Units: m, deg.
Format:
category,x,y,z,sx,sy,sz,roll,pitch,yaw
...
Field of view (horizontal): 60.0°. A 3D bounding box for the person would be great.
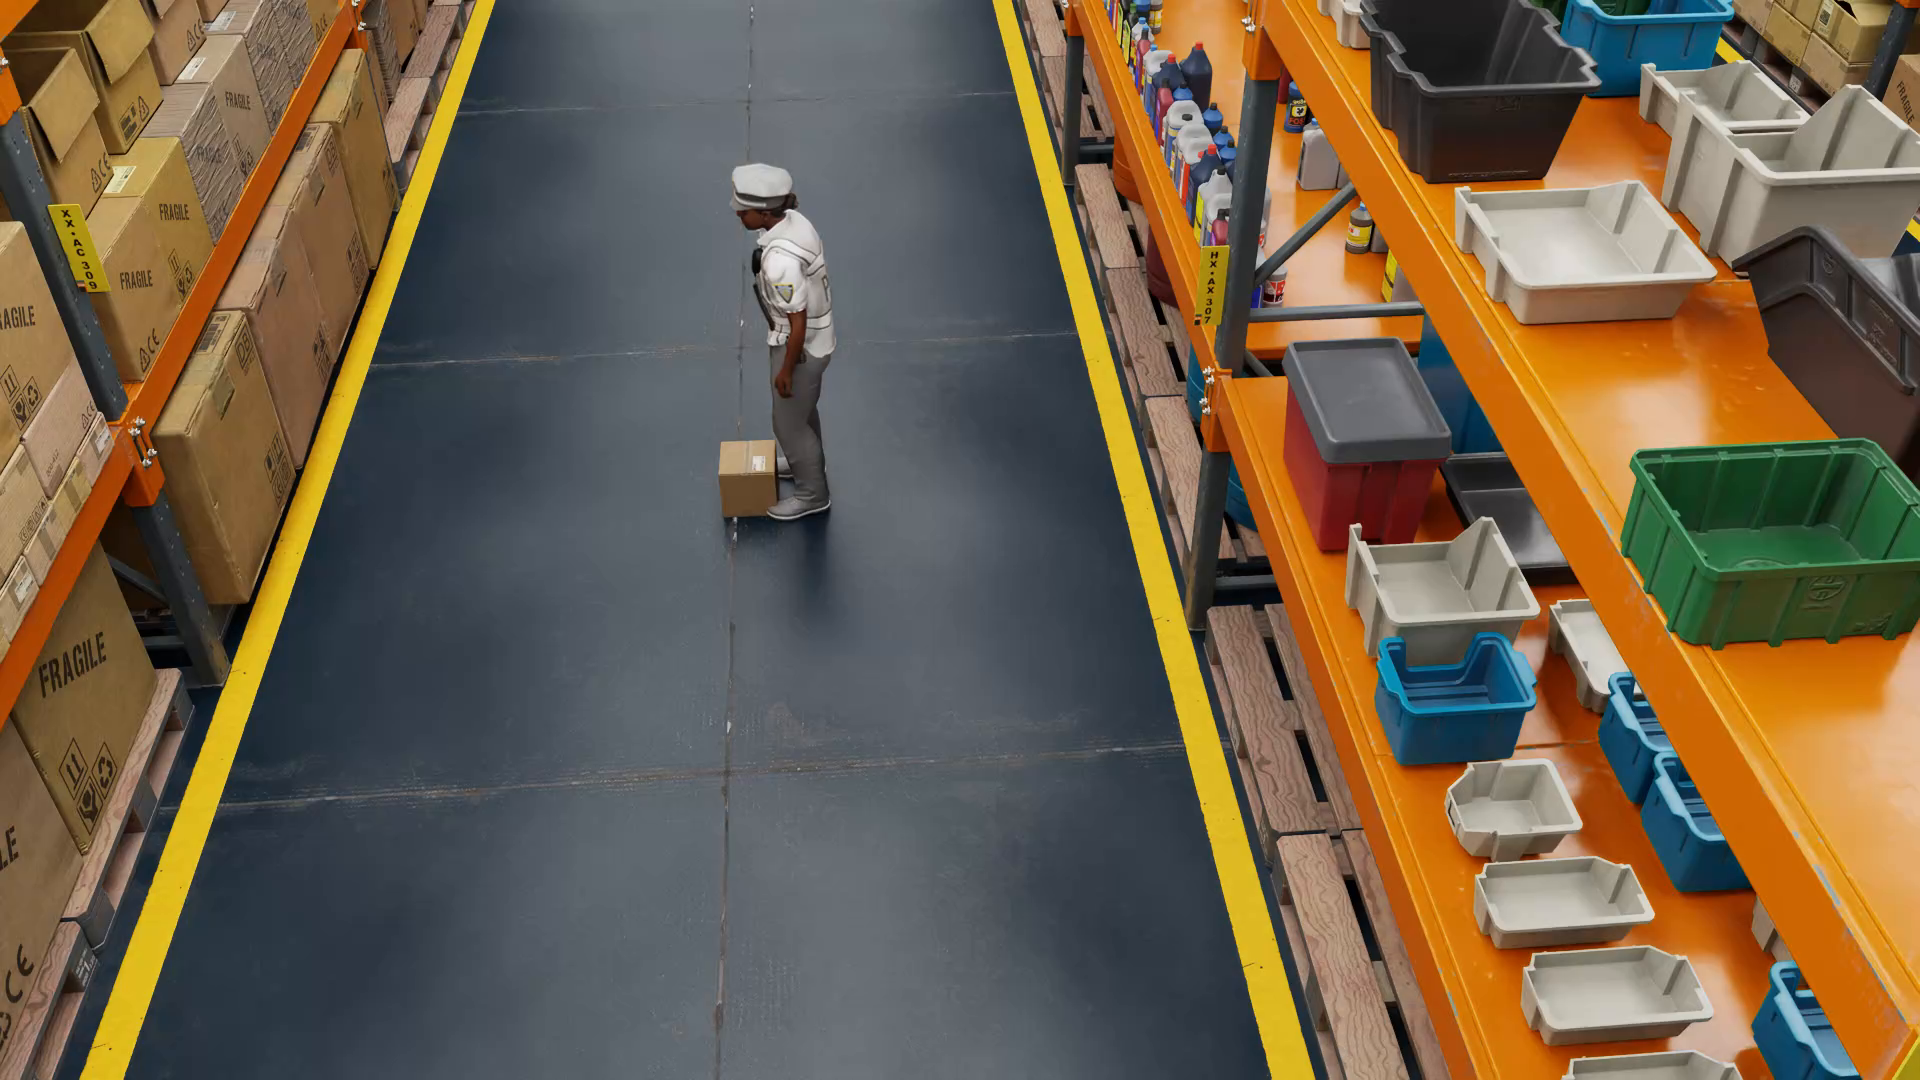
category,x,y,z,sx,sy,sz,roll,pitch,yaw
person,-0.735,-0.846,7.188,0.398,1.658,0.510,-3,39,-4
